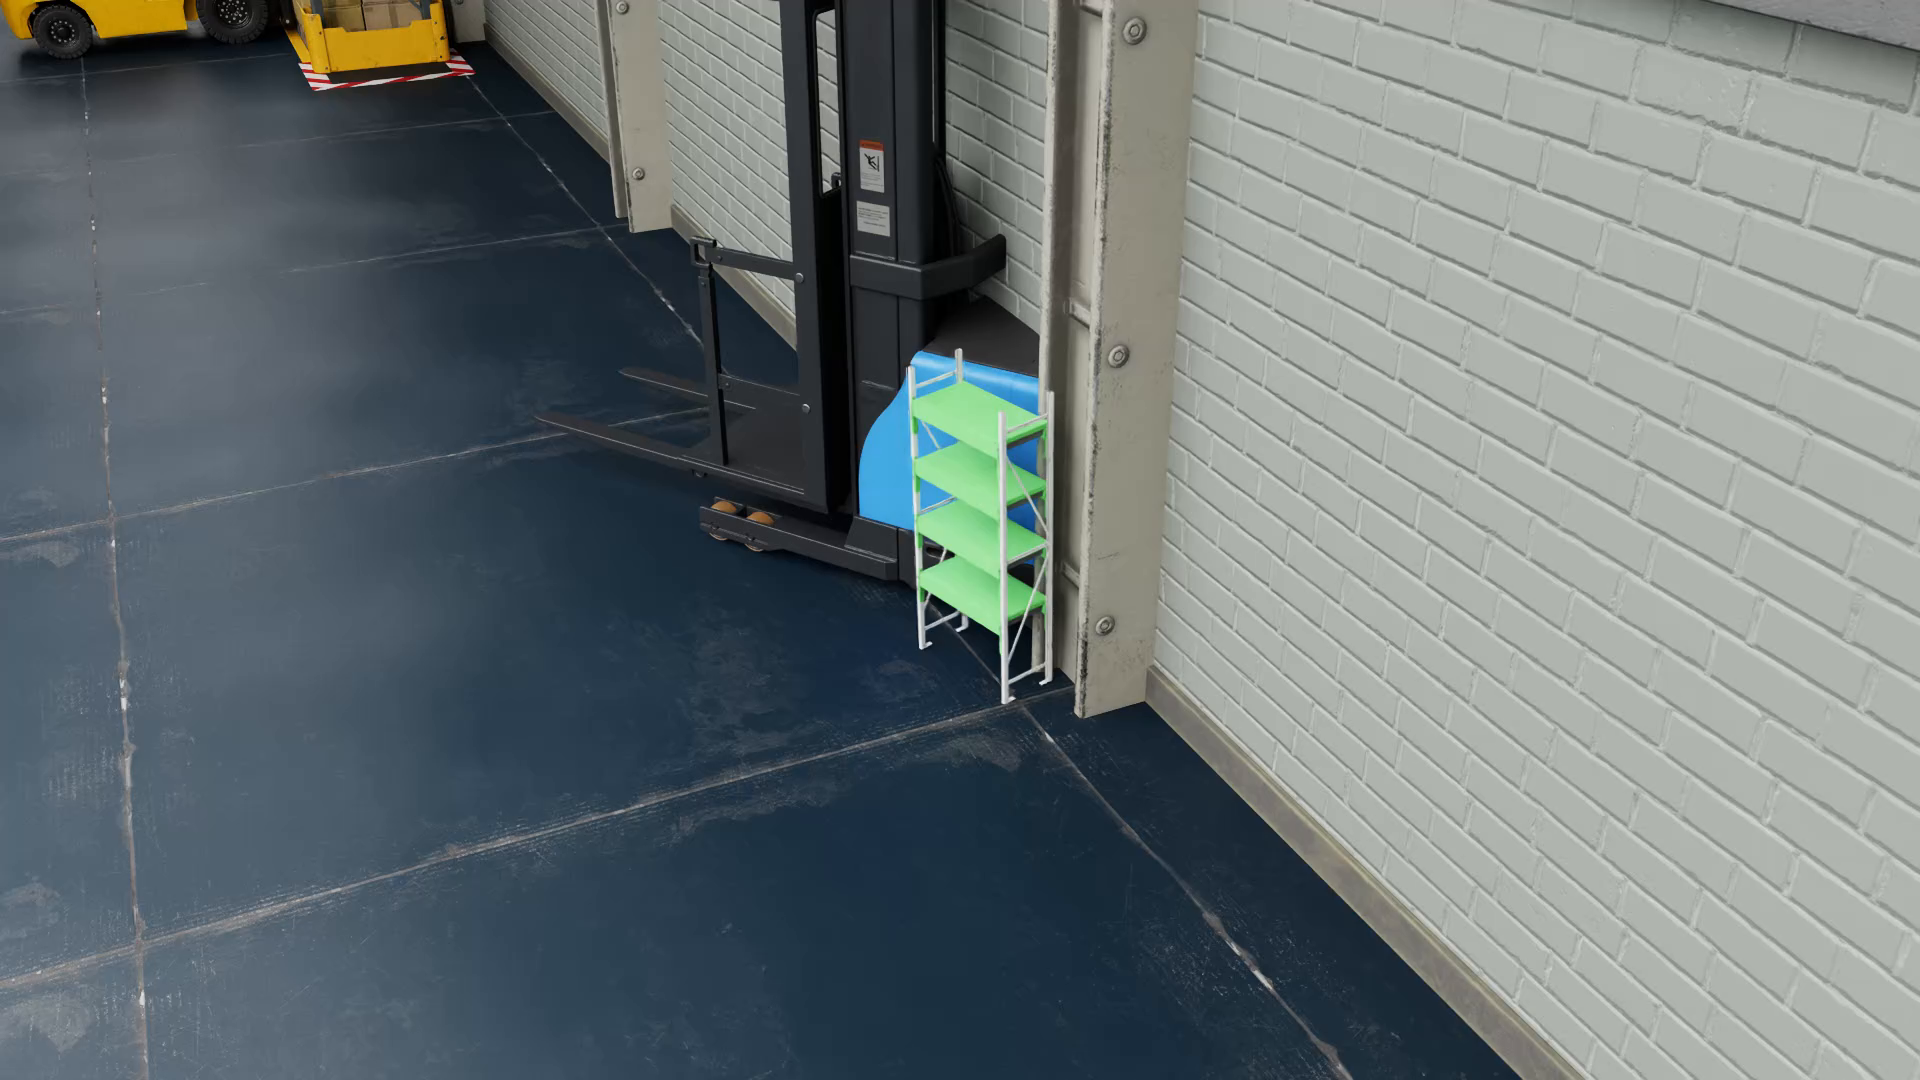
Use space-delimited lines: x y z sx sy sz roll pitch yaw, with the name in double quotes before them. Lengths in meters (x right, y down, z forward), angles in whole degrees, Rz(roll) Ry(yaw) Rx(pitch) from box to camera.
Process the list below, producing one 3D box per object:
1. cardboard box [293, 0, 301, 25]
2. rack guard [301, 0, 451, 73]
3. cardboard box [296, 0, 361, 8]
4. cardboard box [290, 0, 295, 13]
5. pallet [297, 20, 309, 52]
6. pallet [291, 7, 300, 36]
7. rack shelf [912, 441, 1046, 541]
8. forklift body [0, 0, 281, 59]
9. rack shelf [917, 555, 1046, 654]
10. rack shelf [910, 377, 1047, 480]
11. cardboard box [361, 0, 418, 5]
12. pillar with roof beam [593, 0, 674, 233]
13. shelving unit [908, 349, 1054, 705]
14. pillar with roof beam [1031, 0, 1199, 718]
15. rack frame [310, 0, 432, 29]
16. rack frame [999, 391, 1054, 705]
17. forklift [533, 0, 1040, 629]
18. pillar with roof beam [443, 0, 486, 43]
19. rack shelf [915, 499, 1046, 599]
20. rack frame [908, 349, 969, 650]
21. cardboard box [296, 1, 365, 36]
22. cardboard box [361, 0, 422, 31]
"cardboard box" -5.863 -4.925 15.347 0.500 0.250 0.500 -13 32 -22
"rack guard" -5.160 -4.477 14.723 1.175 0.500 0.348 -13 32 -22
"cardboard box" -5.662 -4.929 14.844 0.500 0.250 0.500 -14 32 -23
"cardboard box" -6.069 -5.147 15.745 0.500 0.250 0.500 -13 32 -21
"pallet" -5.537 -4.691 15.399 1.003 0.211 1.213 -13 32 -22
"pallet" -6.056 -5.229 16.359 1.003 0.211 1.213 -13 32 -22
"rack shelf" 0.078 -0.193 5.999 0.258 0.148 0.480 -24 37 -33
"forklift body" -7.632 -5.662 15.149 2.313 2.155 1.214 -13 32 -22
"rack shelf" 0.088 0.222 6.241 0.258 0.148 0.480 -24 37 -33
"rack shelf" 0.073 -0.400 5.878 0.258 0.148 0.480 -24 37 -33
"cardboard box" -5.185 -5.031 15.026 0.500 0.250 0.500 -12 32 -21
"pillar with roof beam" -5.968 -5.137 7.210 9.100 9.000 0.400 -13 32 -22
"shelving unit" 0.082 -0.041 6.088 0.258 1.200 0.503 -24 37 -33
"pillar with roof beam" -3.392 -2.487 2.484 9.100 9.000 0.400 -13 32 -22
"rack frame" -5.171 -5.578 14.130 1.000 3.000 0.127 -13 32 -22
"rack frame" 0.238 0.051 5.925 0.240 1.200 0.015 -24 37 -33
"forklift" -0.541 -1.434 6.811 3.031 2.935 1.130 16 33 26
"pillar with roof beam" -8.544 -7.787 11.937 9.100 9.000 0.400 -13 32 -22
"rack shelf" 0.083 0.014 6.120 0.258 0.148 0.480 -24 37 -33
"rack frame" -0.075 -0.132 6.251 0.240 1.200 0.015 -24 37 -33
"cardboard box" -5.658 -4.703 14.952 0.500 0.250 0.500 -13 32 -22
"cardboard box" -5.205 -4.820 15.160 0.500 0.250 0.500 -13 32 -22
